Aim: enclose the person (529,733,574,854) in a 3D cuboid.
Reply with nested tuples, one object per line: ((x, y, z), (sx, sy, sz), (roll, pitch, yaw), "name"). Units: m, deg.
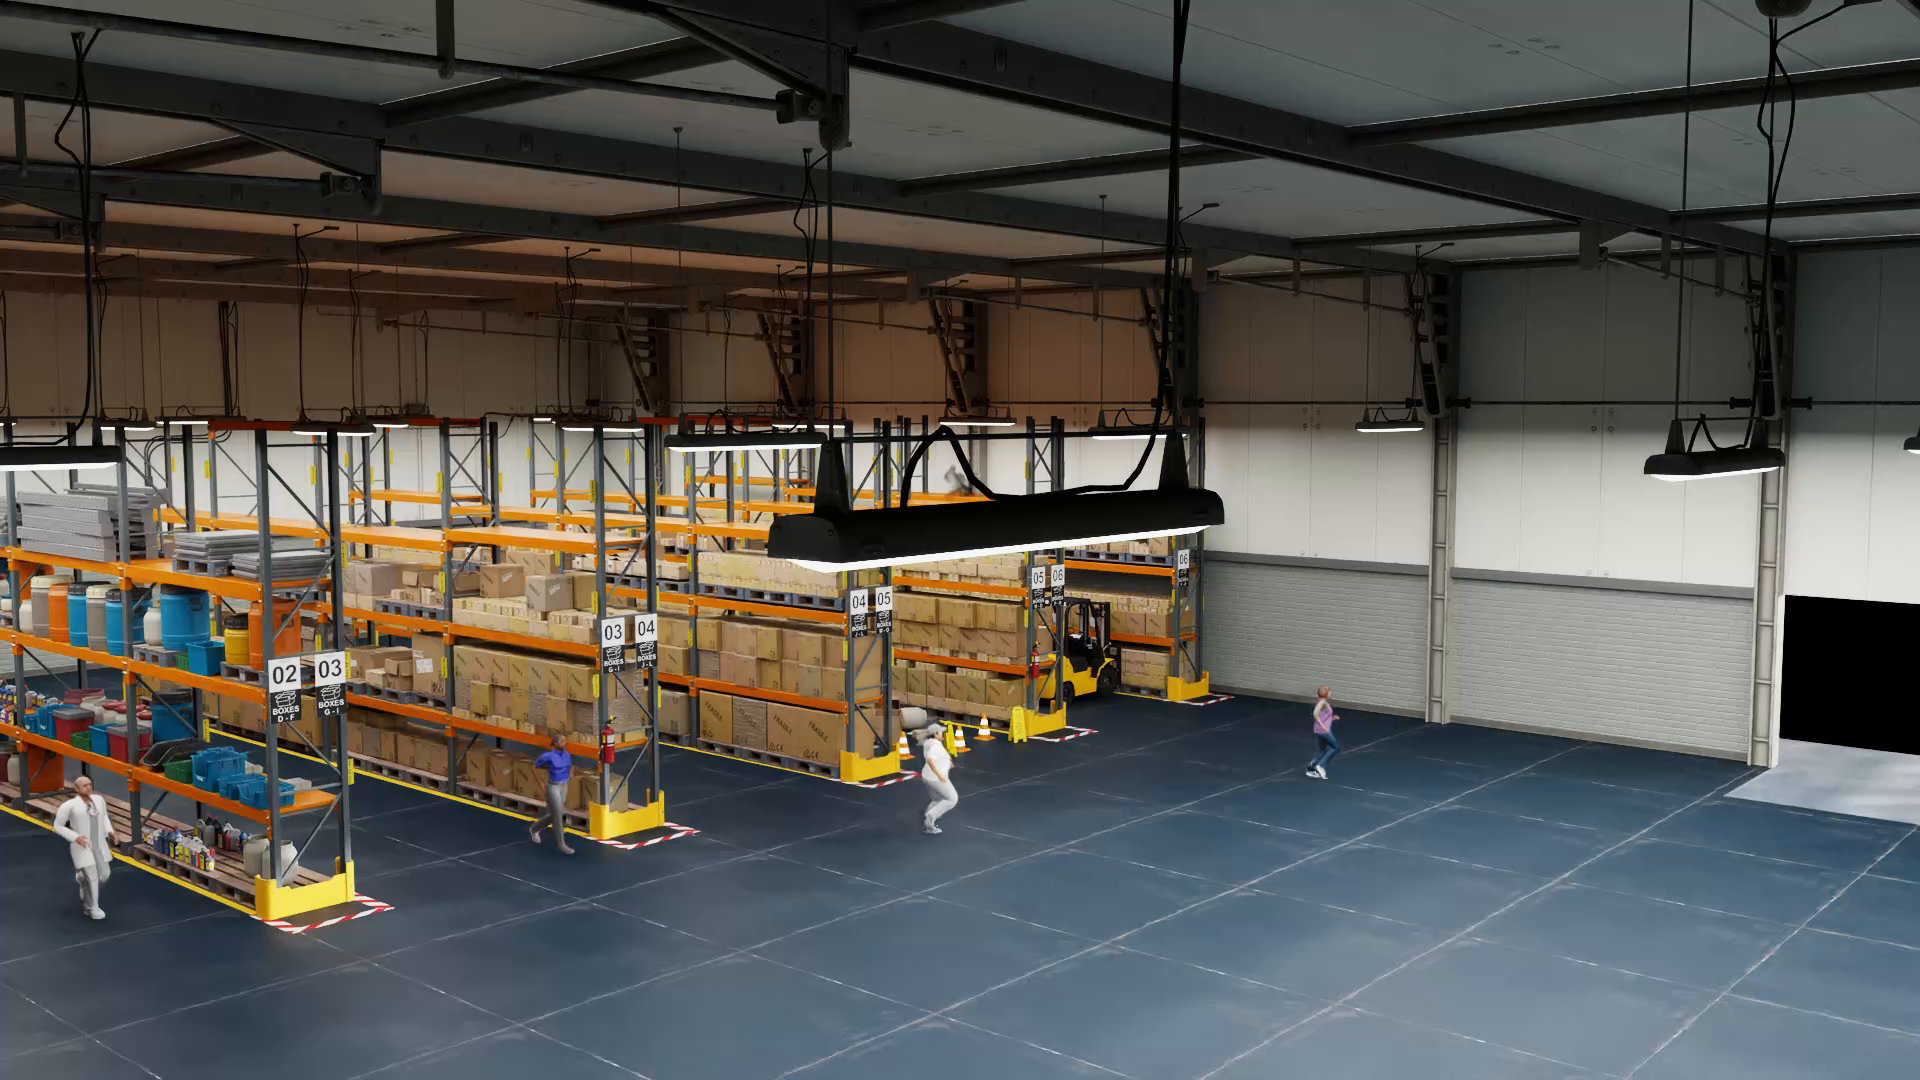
((-5.694, 3.544, 23.502), (0.911, 1.622, 0.614), (3, 6, 30), "person")

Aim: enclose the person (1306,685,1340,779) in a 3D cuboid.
((6.090, 3.218, 27.872), (0.550, 1.577, 0.593), (0, 5, 6), "person")

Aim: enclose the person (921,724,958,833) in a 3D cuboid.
((-0.304, 3.494, 24.381), (0.535, 1.625, 0.599), (-2, 5, -21), "person")

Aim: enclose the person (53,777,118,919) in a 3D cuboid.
((-10.785, 3.870, 20.490), (0.652, 1.544, 0.712), (3, 5, 30), "person")
